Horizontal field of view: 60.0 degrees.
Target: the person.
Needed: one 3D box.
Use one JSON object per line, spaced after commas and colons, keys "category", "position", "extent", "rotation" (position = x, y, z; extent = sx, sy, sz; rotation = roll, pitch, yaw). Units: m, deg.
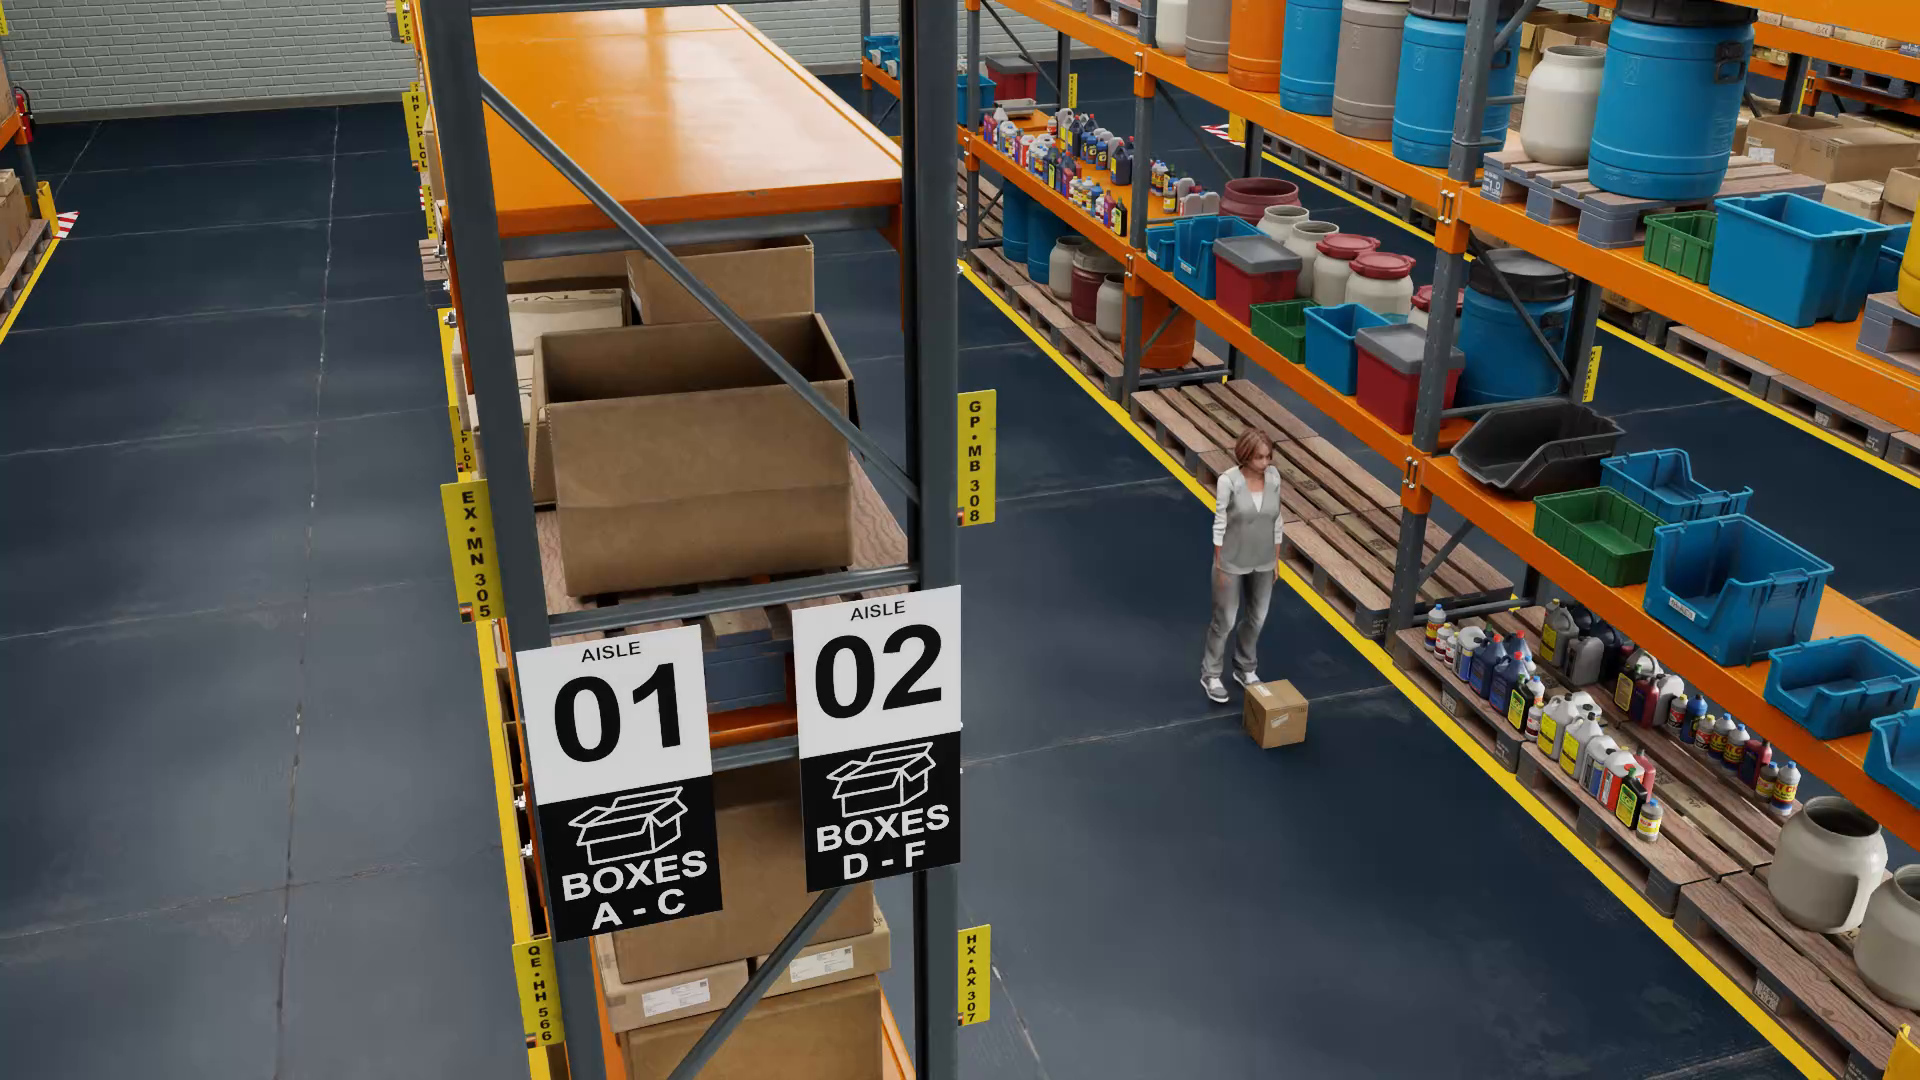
{"category": "person", "position": [1.564, 0.133, 9.092], "extent": [0.406, 1.596, 0.307], "rotation": [-8, 28, -15]}
